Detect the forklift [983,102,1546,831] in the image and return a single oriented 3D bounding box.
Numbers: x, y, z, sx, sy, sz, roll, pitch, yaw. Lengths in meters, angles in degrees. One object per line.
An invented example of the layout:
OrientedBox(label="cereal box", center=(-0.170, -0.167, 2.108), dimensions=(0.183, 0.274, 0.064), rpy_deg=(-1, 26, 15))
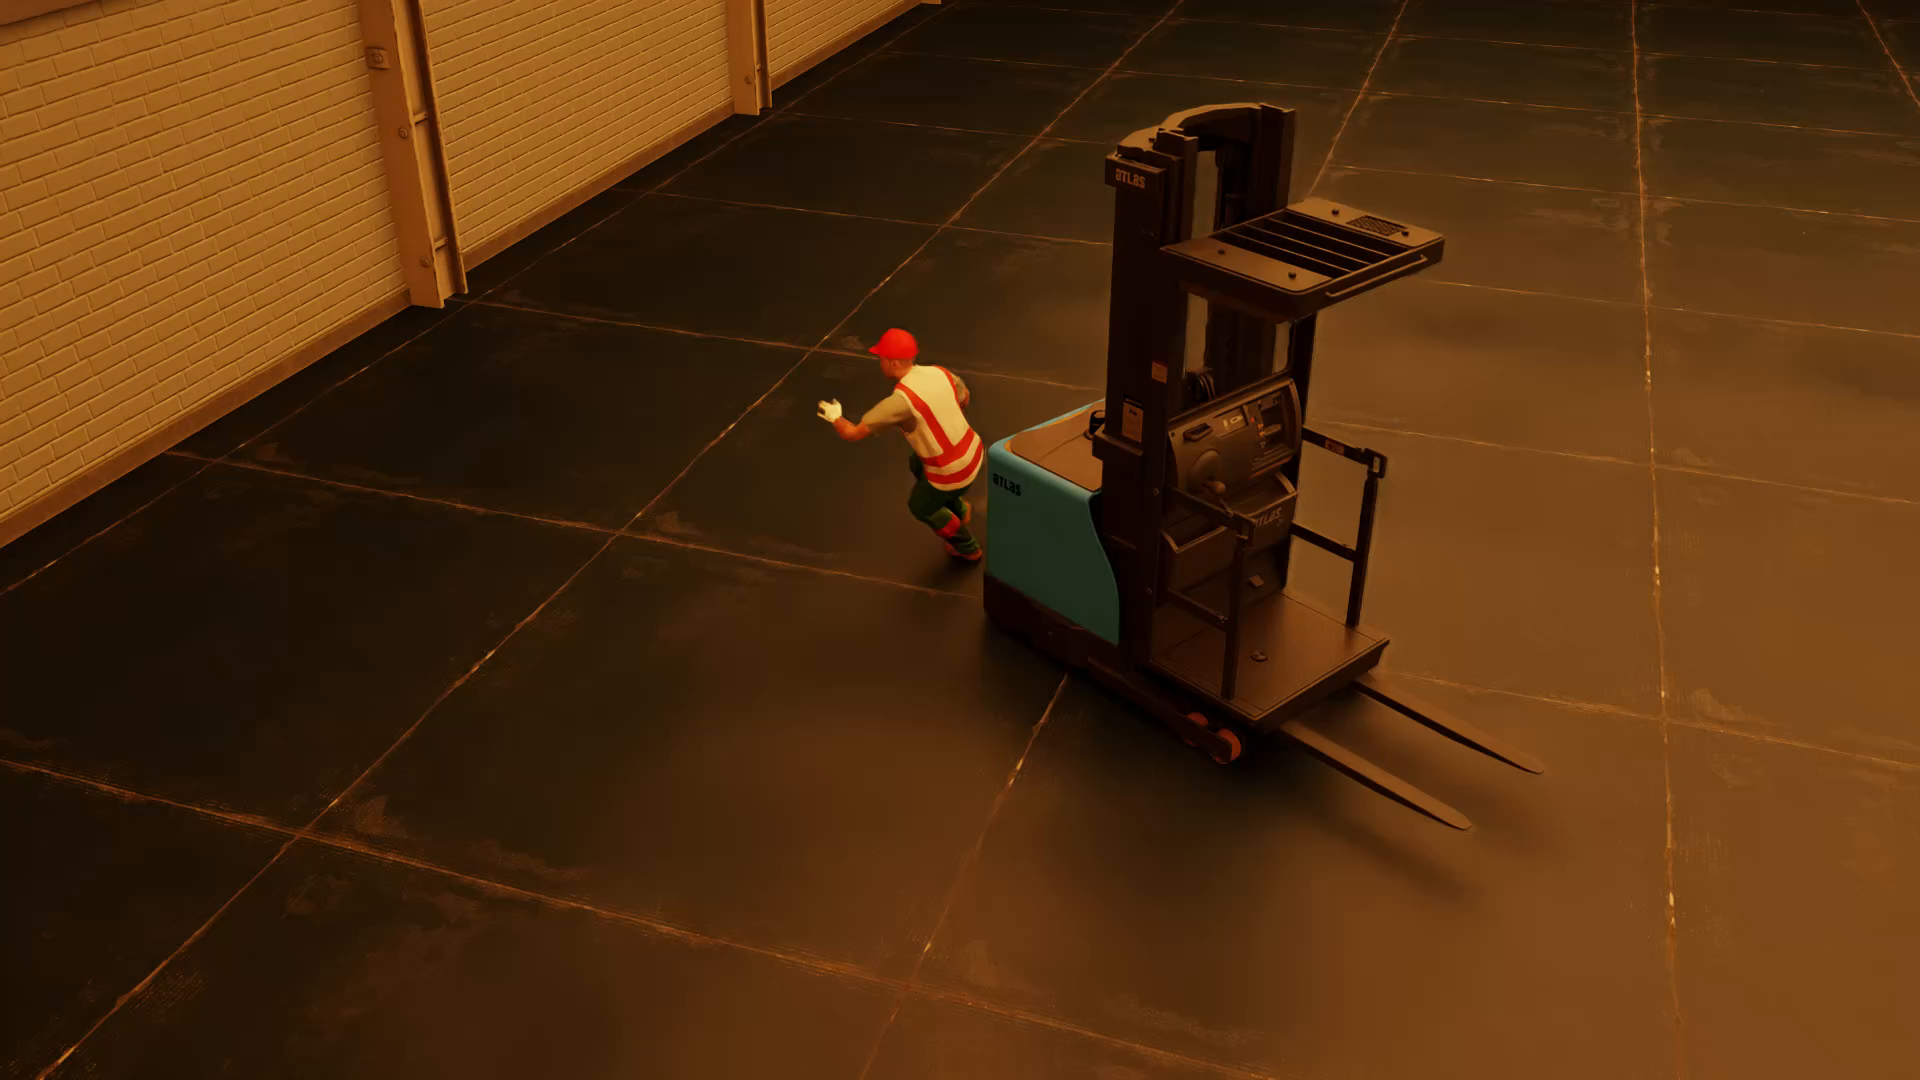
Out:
OrientedBox(label="forklift", center=(1.484, -0.460, 7.944), dimensions=(1.130, 2.935, 3.031), rpy_deg=(-24, 37, -35))

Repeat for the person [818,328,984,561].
OrientedBox(label="person", center=(-0.266, -0.531, 9.500), dimensions=(0.919, 1.529, 1.067), rpy_deg=(12, 32, 20))
